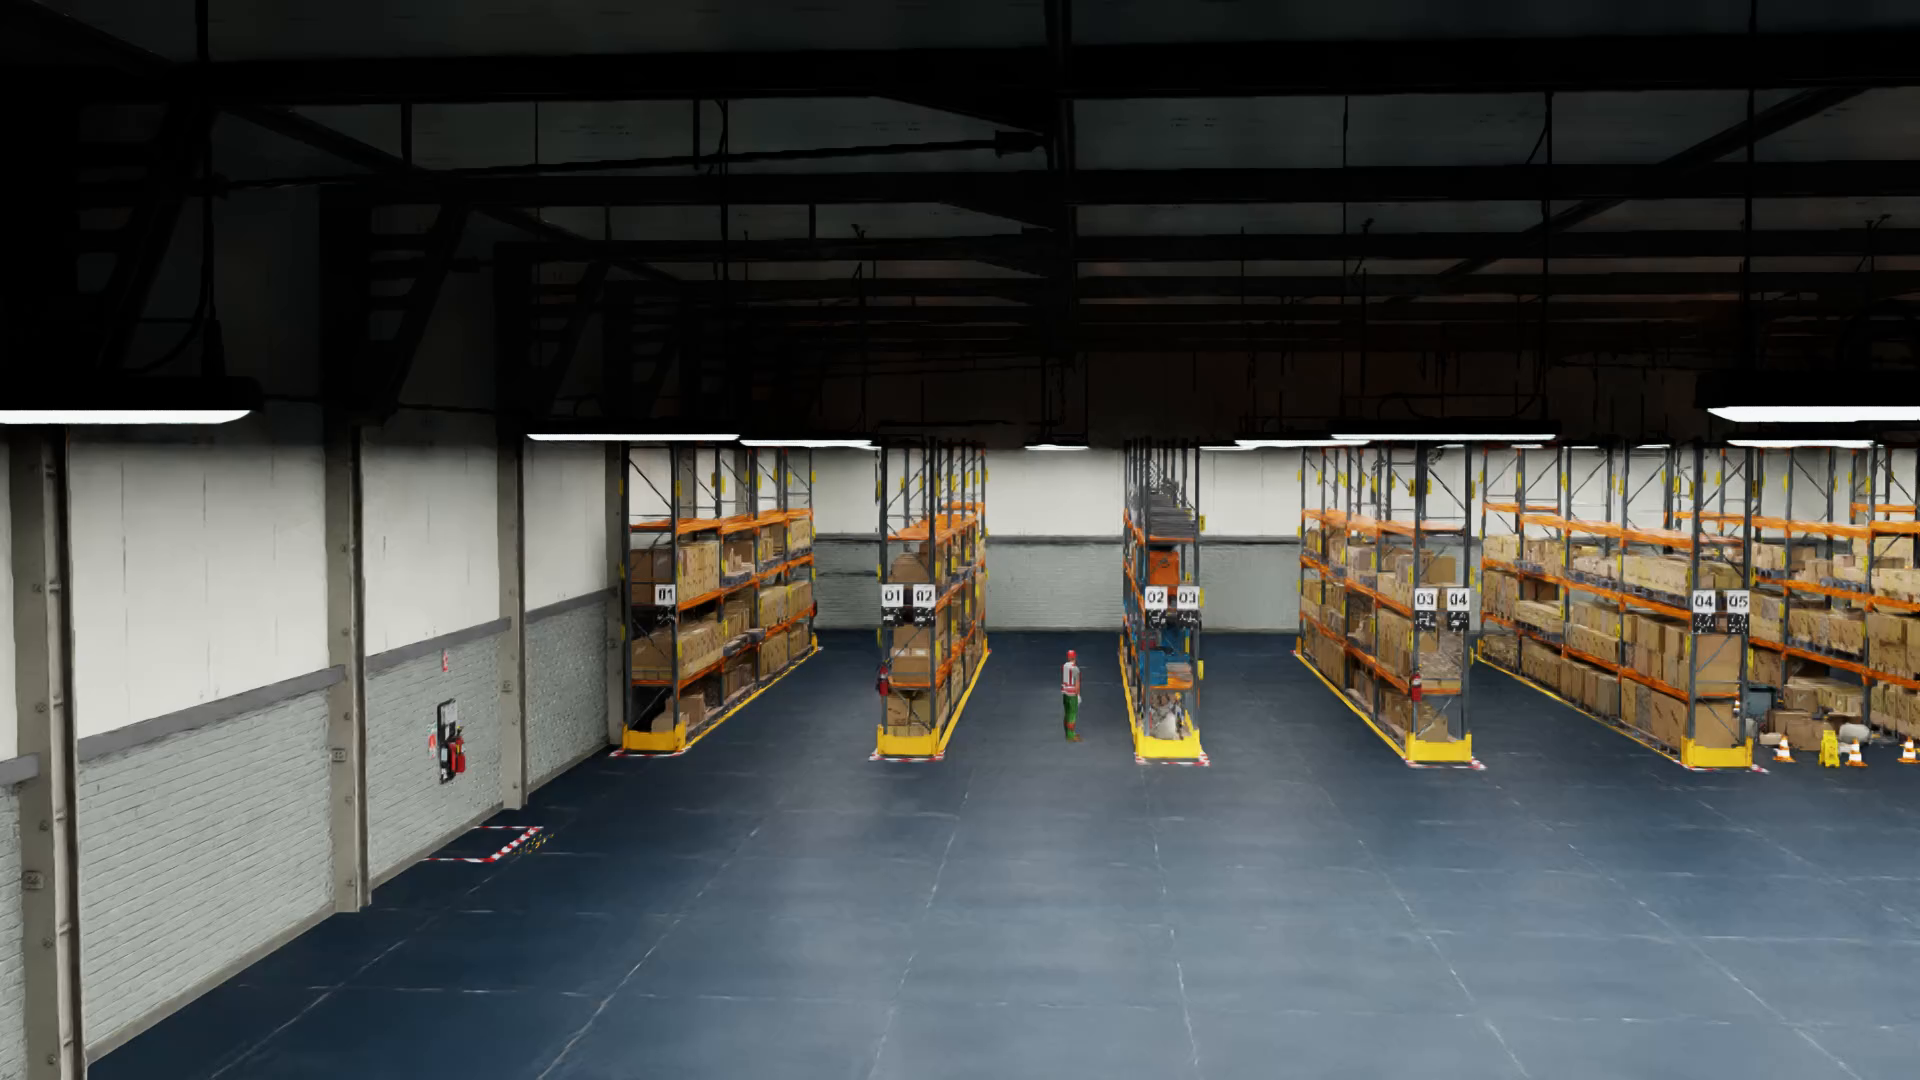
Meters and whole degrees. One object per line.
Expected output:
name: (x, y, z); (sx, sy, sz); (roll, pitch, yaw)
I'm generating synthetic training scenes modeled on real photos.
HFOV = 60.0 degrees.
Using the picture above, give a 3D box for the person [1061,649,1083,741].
person: (2.241, 3.051, 32.878); (0.442, 1.791, 0.606); (-2, 3, -26)

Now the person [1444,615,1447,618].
person: (14.264, 2.301, 47.958); (0.636, 1.724, 1.045); (1, 3, 25)

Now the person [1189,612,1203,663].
person: (6.367, 2.452, 45.012); (0.496, 1.718, 0.703); (0, 3, -2)
